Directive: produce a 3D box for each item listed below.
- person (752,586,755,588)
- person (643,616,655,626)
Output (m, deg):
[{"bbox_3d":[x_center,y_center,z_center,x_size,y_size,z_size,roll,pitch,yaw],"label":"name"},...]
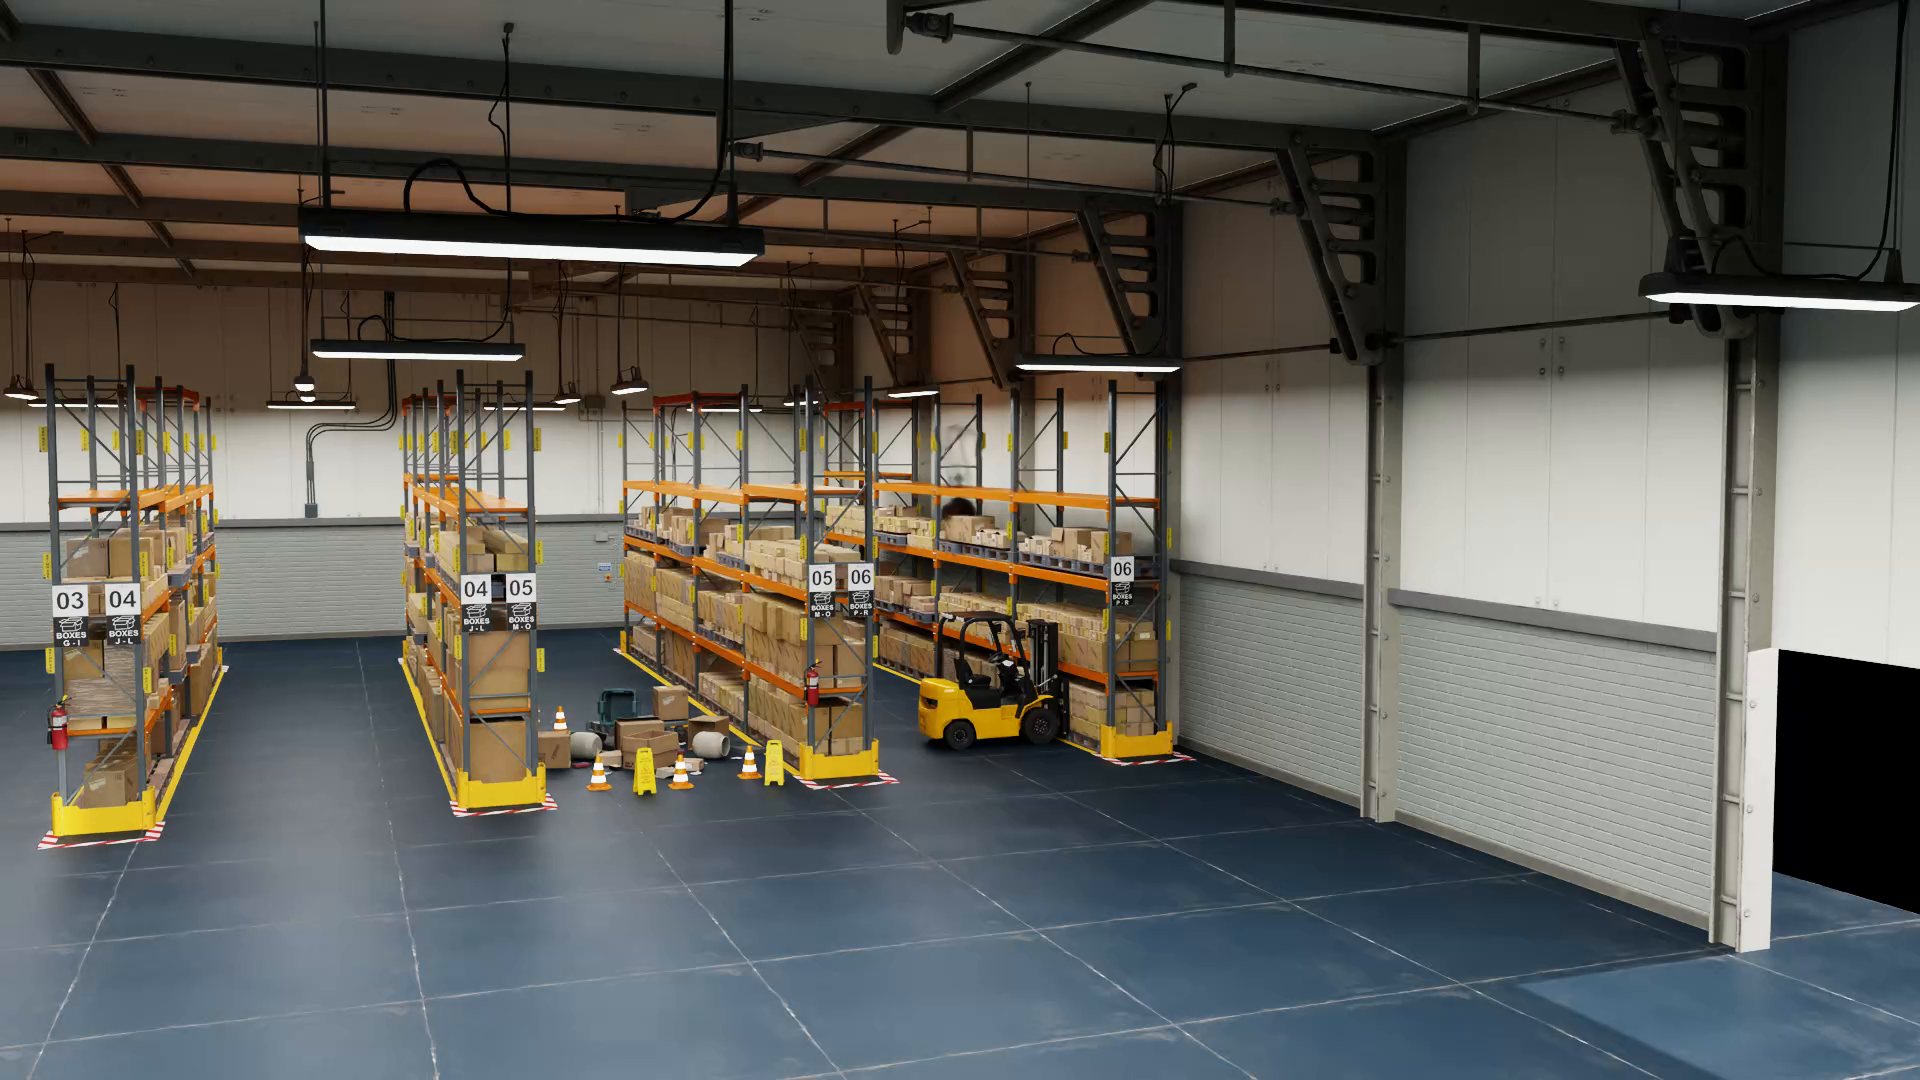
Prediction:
[{"bbox_3d":[-4.808,1.932,38.524,0.522,1.718,1.007,-2,4,-26],"label":"person"},{"bbox_3d":[-7.736,1.692,41.666,0.590,1.744,0.659,-2,4,-28],"label":"person"}]
